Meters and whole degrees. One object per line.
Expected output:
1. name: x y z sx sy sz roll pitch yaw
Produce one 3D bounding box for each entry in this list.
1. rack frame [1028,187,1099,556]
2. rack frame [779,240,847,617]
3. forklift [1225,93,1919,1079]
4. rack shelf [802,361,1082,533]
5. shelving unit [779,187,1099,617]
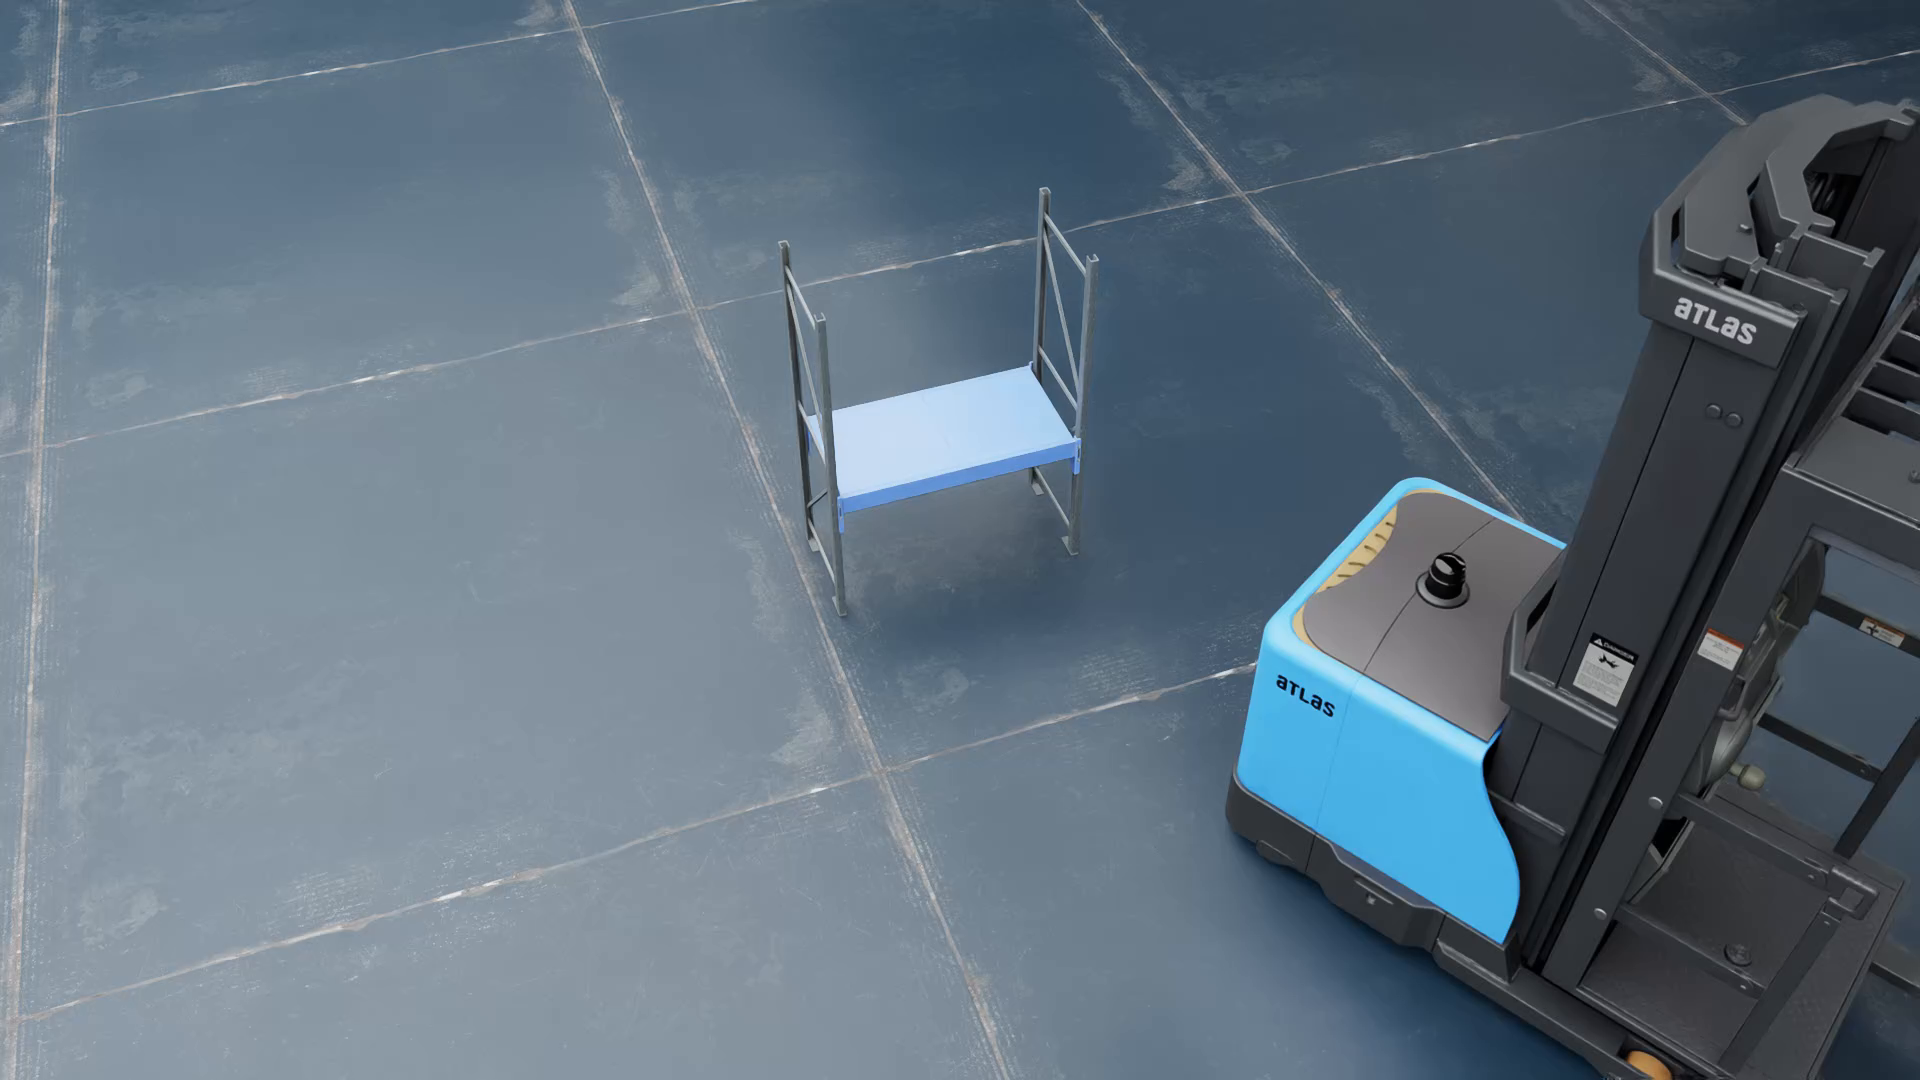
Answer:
1. rack frame: 0.398 -0.631 6.629 0.032 1.500 0.500 -14 47 -14
2. rack frame: -0.558 -0.387 6.386 0.032 1.500 0.500 -14 47 -14
3. forklift: 2.411 0.407 4.584 3.031 2.935 1.130 30 52 27
4. rack shelf: -0.080 -0.382 6.635 1.000 0.185 0.538 -14 47 -14
5. shelving unit: -0.080 -0.509 6.508 1.048 1.500 0.538 -14 47 -14
